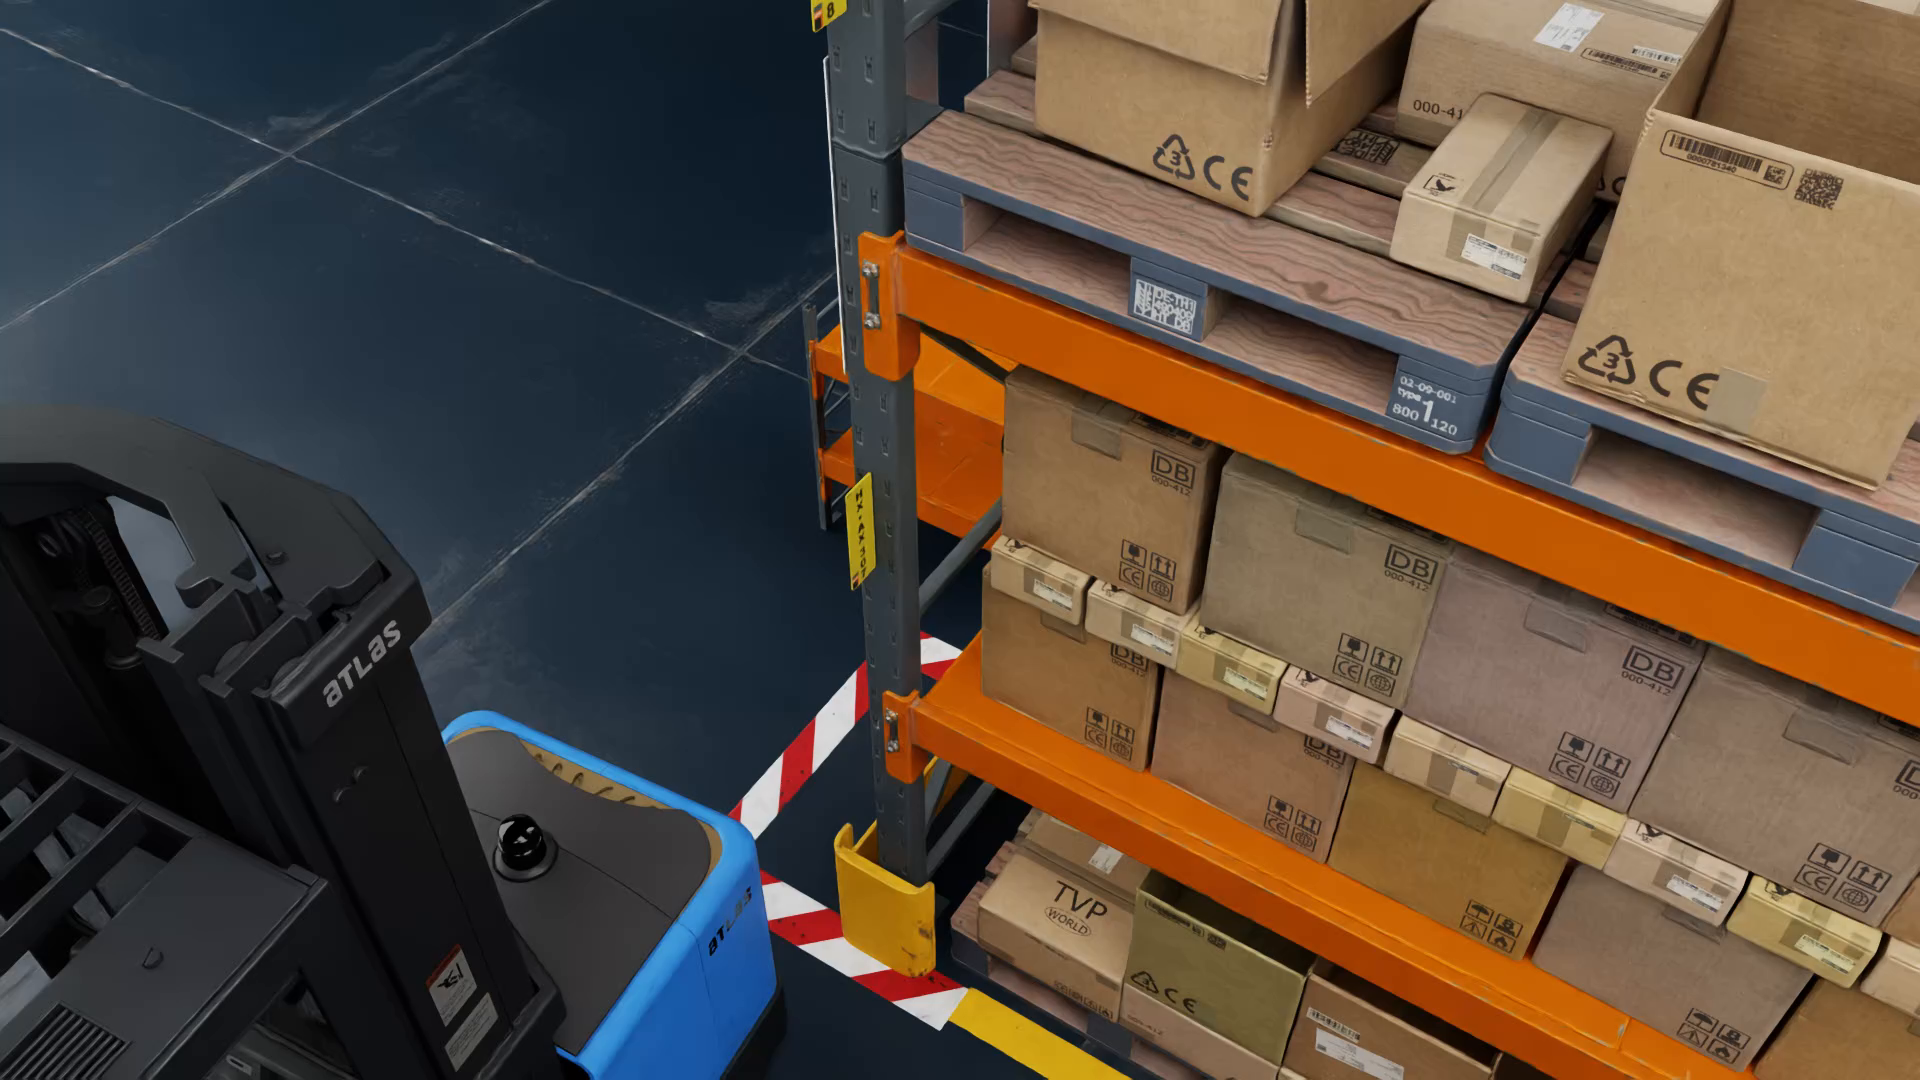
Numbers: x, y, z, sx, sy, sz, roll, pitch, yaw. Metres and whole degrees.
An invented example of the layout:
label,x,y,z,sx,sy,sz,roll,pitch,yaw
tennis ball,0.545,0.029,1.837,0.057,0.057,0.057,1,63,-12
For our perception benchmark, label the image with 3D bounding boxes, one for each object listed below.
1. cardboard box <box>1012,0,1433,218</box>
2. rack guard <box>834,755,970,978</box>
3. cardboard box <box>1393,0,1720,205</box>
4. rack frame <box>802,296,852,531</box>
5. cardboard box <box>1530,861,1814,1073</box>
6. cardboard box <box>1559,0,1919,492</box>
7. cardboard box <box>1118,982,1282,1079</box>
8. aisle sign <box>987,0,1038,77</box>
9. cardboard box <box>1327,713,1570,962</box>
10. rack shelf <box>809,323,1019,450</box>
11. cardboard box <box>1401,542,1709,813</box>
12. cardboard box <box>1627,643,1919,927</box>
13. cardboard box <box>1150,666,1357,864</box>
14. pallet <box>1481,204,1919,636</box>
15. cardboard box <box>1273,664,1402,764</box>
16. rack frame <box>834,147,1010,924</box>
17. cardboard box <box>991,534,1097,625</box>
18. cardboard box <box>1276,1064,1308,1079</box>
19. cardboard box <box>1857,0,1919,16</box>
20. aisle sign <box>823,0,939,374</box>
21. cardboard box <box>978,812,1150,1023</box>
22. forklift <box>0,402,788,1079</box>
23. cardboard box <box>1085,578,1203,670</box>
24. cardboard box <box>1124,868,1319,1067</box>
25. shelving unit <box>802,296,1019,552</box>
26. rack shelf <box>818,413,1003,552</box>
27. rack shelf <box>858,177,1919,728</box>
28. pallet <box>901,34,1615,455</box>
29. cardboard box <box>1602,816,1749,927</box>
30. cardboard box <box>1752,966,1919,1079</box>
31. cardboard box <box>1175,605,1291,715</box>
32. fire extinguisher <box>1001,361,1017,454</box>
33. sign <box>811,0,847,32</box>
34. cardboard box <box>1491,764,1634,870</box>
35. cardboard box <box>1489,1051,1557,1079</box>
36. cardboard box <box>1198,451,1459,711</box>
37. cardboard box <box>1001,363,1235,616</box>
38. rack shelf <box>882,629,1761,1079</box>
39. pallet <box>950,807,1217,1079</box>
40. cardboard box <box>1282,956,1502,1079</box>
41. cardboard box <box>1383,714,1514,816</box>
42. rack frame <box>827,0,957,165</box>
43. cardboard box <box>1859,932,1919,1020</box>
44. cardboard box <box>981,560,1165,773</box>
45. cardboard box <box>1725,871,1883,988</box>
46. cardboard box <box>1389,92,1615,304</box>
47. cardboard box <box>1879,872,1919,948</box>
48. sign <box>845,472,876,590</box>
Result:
label,x,y,z,sx,sy,sz,roll,pitch,yaw
cardboard box,0.547,-1.073,3.147,0.637,0.503,0.797,28,52,25
rack guard,0.046,0.840,5.585,0.348,0.500,1.175,25,51,22
cardboard box,1.178,-0.923,3.178,0.500,0.250,0.500,25,51,22
rack frame,-0.422,-0.586,6.535,0.032,1.125,0.500,25,51,22
cardboard box,1.757,0.730,3.879,0.500,0.500,0.700,26,51,23
cardboard box,1.316,-0.489,2.582,0.500,0.500,0.500,25,51,22
cardboard box,0.820,1.324,4.997,0.500,0.250,0.500,25,51,22
aisle sign,0.169,-1.130,3.944,0.004,0.787,0.394,25,51,22
cardboard box,1.311,0.528,4.075,0.500,0.500,0.700,25,51,22
rack shelf,0.006,-0.593,6.134,1.000,0.278,0.538,25,51,22
cardboard box,1.367,0.096,3.591,0.500,0.500,0.700,25,51,22
cardboard box,1.789,0.289,3.403,0.500,0.500,0.700,25,51,22
cardboard box,0.897,0.333,4.265,0.500,0.500,0.700,26,51,23
pallet,1.678,-0.275,2.896,1.213,0.211,1.003,25,51,22
cardboard box,0.924,0.297,3.848,0.250,0.149,0.380,24,50,22
rack frame,0.066,-0.021,4.679,0.127,3.000,1.000,25,51,22
cardboard box,0.280,0.000,4.137,0.250,0.149,0.380,24,51,22
cardboard box,1.241,1.518,4.808,0.500,0.250,0.500,25,51,22
cardboard box,1.646,-0.729,2.947,0.500,0.311,0.500,31,53,26
aisle sign,-0.155,-0.768,3.592,0.004,0.787,0.394,25,51,22
cardboard box,0.397,1.132,5.182,0.500,0.250,0.500,25,51,22
forklift,-1.659,1.294,3.448,1.130,2.935,3.031,20,49,19
cardboard box,0.504,0.100,4.039,0.250,0.149,0.380,23,50,21
cardboard box,0.819,1.064,4.727,0.500,0.500,0.500,25,51,22
shelving unit,0.006,-0.389,6.344,1.048,1.125,0.538,25,51,22
rack shelf,0.006,-0.219,6.519,1.000,0.278,0.538,25,51,22
rack shelf,1.749,-0.042,3.109,4.000,0.370,1.077,25,51,22
pallet,0.647,-0.747,3.354,1.213,0.211,1.003,25,51,22
cardboard box,1.573,0.595,3.558,0.250,0.149,0.380,25,51,22
cardboard box,2.188,0.928,3.687,0.500,0.500,0.700,25,51,23
cardboard box,0.713,0.198,3.944,0.250,0.149,0.380,25,51,22
fire extinguisher,0.217,-0.321,5.024,0.183,0.674,0.296,25,51,22
sign,-0.239,-1.066,2.938,0.005,0.325,0.100,25,51,22
cardboard box,1.365,0.497,3.653,0.250,0.149,0.380,24,50,22
cardboard box,1.658,1.453,4.348,0.500,0.500,0.500,25,51,22
cardboard box,0.942,-0.099,3.780,0.500,0.500,0.700,23,50,21
cardboard box,0.496,-0.299,3.975,0.500,0.500,0.700,25,51,22
rack shelf,1.749,1.004,4.185,4.000,0.370,1.077,25,51,22
pallet,0.732,1.221,5.416,1.213,0.211,1.003,25,51,22
cardboard box,1.247,1.249,4.546,0.500,0.500,0.500,25,51,22
cardboard box,1.150,0.398,3.749,0.250,0.149,0.380,23,50,21
rack frame,0.066,-2.112,2.528,0.127,3.000,1.000,25,51,22
cardboard box,2.020,0.798,3.361,0.250,0.149,0.380,26,51,23
cardboard box,0.452,0.132,4.460,0.500,0.500,0.700,25,51,22
cardboard box,1.795,0.697,3.459,0.250,0.149,0.380,26,51,23
cardboard box,0.961,-0.612,2.947,0.250,0.149,0.380,25,51,22
cardboard box,2.209,0.483,3.215,0.500,0.500,0.700,25,51,22
sign,-0.239,-0.018,4.017,0.005,0.325,0.100,25,51,22
